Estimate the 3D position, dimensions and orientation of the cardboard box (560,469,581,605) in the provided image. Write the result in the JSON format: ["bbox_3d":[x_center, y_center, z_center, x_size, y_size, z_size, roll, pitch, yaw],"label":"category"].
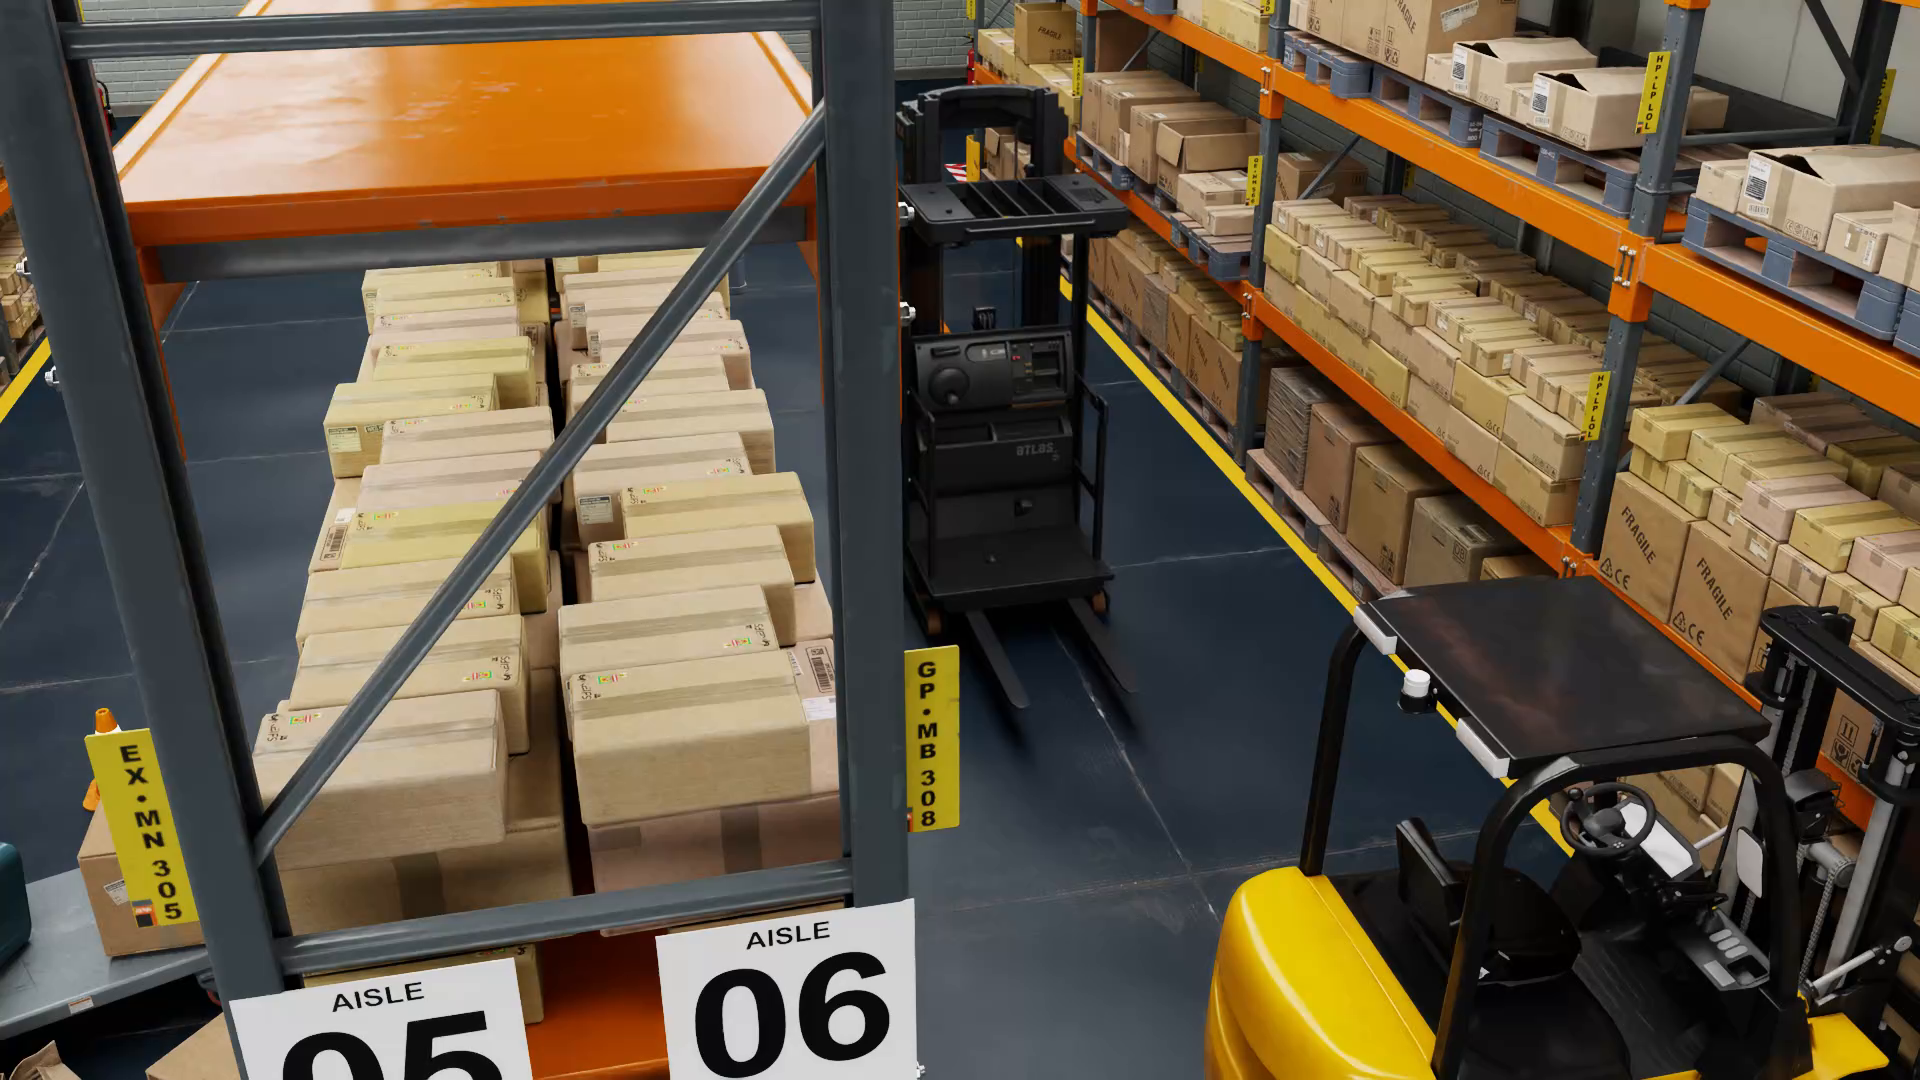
[{"bbox_3d":[-0.677,-0.009,3.946,0.500,0.250,0.500,-5,27,-10],"label":"cardboard box"}]

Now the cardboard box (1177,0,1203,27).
[{"bbox_3d":[1.874,-3.840,11.867,0.500,0.250,0.500,-6,27,-12],"label":"cardboard box"}]

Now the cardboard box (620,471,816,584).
[{"bbox_3d":[-0.513,-0.012,3.510,0.380,0.149,0.250,-6,27,-12],"label":"cardboard box"}]

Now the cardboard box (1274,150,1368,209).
[{"bbox_3d":[2.490,-2.401,11.602,0.500,0.500,0.500,-5,27,-9],"label":"cardboard box"}]

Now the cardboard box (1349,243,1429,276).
[{"bbox_3d":[2.539,-1.644,9.847,0.380,0.149,0.250,-6,27,-11],"label":"cardboard box"}]

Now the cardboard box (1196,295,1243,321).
[{"bbox_3d":[1.987,-1.716,12.410,0.380,0.149,0.250,-7,28,-13],"label":"cardboard box"}]

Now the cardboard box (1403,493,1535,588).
[{"bbox_3d":[3.059,0.132,9.329,0.875,0.625,0.625,-6,27,-12],"label":"cardboard box"}]

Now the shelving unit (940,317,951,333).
[{"bbox_3d":[-0.301,-1.027,11.535,0.538,1.125,1.048,-6,27,-12],"label":"shelving unit"}]

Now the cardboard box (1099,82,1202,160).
[{"bbox_3d":[1.560,-3.453,13.685,0.700,0.500,0.500,-6,27,-11],"label":"cardboard box"}]

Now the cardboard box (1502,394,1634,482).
[{"bbox_3d":[2.995,-0.517,8.058,0.500,0.250,0.500,-7,28,-13],"label":"cardboard box"}]

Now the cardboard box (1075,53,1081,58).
[{"bbox_3d":[1.352,-4.656,16.483,0.500,0.250,0.500,-6,27,-12],"label":"cardboard box"}]

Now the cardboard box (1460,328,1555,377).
[{"bbox_3d":[2.793,-0.959,8.491,0.380,0.149,0.250,-7,28,-13],"label":"cardboard box"}]

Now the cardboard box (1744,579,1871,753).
[{"bbox_3d":[3.449,0.454,6.410,0.500,0.500,0.500,-6,27,-12],"label":"cardboard box"}]

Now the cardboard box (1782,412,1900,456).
[{"bbox_3d":[3.737,-0.415,7.082,0.380,0.149,0.250,-7,28,-13],"label":"cardboard box"}]

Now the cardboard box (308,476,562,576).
[{"bbox_3d":[-1.191,0.040,3.850,0.500,0.250,0.500,-5,27,-10],"label":"cardboard box"}]

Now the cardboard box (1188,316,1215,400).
[{"bbox_3d":[2.046,-1.384,12.470,0.500,0.500,0.500,-6,27,-12],"label":"cardboard box"}]

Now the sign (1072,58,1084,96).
[{"bbox_3d":[1.025,-4.011,14.408,0.100,0.325,0.005,-6,27,-12],"label":"sign"}]

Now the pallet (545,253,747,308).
[{"bbox_3d":[-1.516,-1.203,6.684,1.213,0.211,1.003,-6,27,-12],"label":"pallet"}]

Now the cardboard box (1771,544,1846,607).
[{"bbox_3d":[3.357,0.117,6.358,0.380,0.149,0.250,-6,27,-12],"label":"cardboard box"}]

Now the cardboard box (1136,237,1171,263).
[{"bbox_3d":[1.675,-2.402,13.769,0.380,0.149,0.250,-6,27,-12],"label":"cardboard box"}]

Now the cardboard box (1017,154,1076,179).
[{"bbox_3d":[0.872,-3.611,16.884,0.500,0.500,0.500,-5,27,-11],"label":"cardboard box"}]

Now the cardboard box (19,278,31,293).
[{"bbox_3d":[-8.146,-2.194,14.136,0.380,0.149,0.250,-7,28,-14],"label":"cardboard box"}]

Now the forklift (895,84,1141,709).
[{"bbox_3d":[0.254,-0.942,9.363,1.130,2.935,3.031,-6,27,-12],"label":"forklift"}]

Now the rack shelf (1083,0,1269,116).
[{"bbox_3d":[2.003,-3.823,12.466,1.077,0.370,4.000,-6,27,-12],"label":"rack shelf"}]

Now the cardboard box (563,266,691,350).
[{"bbox_3d":[-0.946,-0.676,4.825,0.380,0.149,0.250,-6,28,-13],"label":"cardboard box"}]

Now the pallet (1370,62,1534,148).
[{"bbox_3d":[2.948,-2.403,9.062,1.003,0.211,1.213,-5,27,-9],"label":"pallet"}]

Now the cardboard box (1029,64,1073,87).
[{"bbox_3d":[0.973,-4.387,15.949,0.500,0.250,0.500,-6,27,-12],"label":"cardboard box"}]

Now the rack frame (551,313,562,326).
[{"bbox_3d":[-1.480,0.334,6.759,1.000,3.000,0.127,-6,27,-12],"label":"rack frame"}]

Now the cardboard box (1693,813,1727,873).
[{"bbox_3d":[3.380,1.332,6.813,0.500,0.250,0.500,-6,27,-12],"label":"cardboard box"}]

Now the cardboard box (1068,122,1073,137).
[{"bbox_3d":[1.154,-3.798,15.224,0.380,0.149,0.250,-5,27,-10],"label":"cardboard box"}]

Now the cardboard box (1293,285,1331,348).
[{"bbox_3d":[2.424,-1.420,10.400,0.500,0.250,0.500,-7,28,-13],"label":"cardboard box"}]

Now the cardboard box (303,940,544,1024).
[{"bbox_3d":[-0.932,0.735,2.915,0.380,0.149,0.250,-6,27,-11],"label":"cardboard box"}]

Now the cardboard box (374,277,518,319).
[{"bbox_3d":[-1.451,-0.627,4.729,0.380,0.149,0.250,-7,28,-13],"label":"cardboard box"}]

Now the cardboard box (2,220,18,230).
[{"bbox_3d":[-8.373,-2.784,14.975,0.380,0.149,0.250,-7,28,-13],"label":"cardboard box"}]

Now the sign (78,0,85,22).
[{"bbox_3d":[-8.439,-5.092,15.874,0.100,0.325,0.005,-6,27,-12],"label":"sign"}]

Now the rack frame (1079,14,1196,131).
[{"bbox_3d":[1.552,-3.683,14.719,1.000,3.000,0.127,-6,27,-12],"label":"rack frame"}]

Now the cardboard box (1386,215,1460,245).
[{"bbox_3d":[2.891,-1.916,10.386,0.380,0.149,0.250,-6,27,-12],"label":"cardboard box"}]

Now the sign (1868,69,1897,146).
[{"bbox_3d":[3.895,-1.834,7.063,0.100,0.325,0.005,-6,27,-12],"label":"sign"}]

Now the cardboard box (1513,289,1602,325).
[{"bbox_3d":[3.249,-1.247,9.060,0.380,0.149,0.250,-6,27,-12],"label":"cardboard box"}]

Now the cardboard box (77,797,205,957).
[{"bbox_3d":[-3.208,1.306,6.767,0.500,0.500,0.500,-6,27,-12],"label":"cardboard box"}]

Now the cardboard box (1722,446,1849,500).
[{"bbox_3d":[3.351,-0.252,6.759,0.380,0.149,0.250,-6,27,-13],"label":"cardboard box"}]

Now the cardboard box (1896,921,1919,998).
[{"bbox_3d":[3.604,1.564,5.799,0.500,0.250,0.500,-6,27,-11],"label":"cardboard box"}]

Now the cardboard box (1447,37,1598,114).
[{"bbox_3d":[2.781,-2.333,8.236,0.500,0.311,0.500,-7,28,-13],"label":"cardboard box"}]

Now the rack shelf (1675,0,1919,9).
[{"bbox_3d":[3.805,-1.472,4.922,1.077,0.370,4.000,-6,27,-12],"label":"rack shelf"}]

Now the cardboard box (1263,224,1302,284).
[{"bbox_3d":[2.291,-1.862,10.721,0.500,0.250,0.500,-6,27,-12],"label":"cardboard box"}]

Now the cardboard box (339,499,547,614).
[{"bbox_3d":[-1.046,0.045,3.397,0.380,0.149,0.250,-6,27,-11],"label":"cardboard box"}]

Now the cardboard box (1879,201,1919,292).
[{"bbox_3d":[3.393,-1.000,5.646,0.396,0.266,0.258,-7,28,-13],"label":"cardboard box"}]

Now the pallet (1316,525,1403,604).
[{"bbox_3d":[2.872,0.217,10.085,1.003,0.211,1.213,-6,27,-12],"label":"pallet"}]

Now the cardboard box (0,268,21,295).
[{"bbox_3d":[-7.963,-2.110,13.640,0.380,0.149,0.250,-5,27,-9],"label":"cardboard box"}]
